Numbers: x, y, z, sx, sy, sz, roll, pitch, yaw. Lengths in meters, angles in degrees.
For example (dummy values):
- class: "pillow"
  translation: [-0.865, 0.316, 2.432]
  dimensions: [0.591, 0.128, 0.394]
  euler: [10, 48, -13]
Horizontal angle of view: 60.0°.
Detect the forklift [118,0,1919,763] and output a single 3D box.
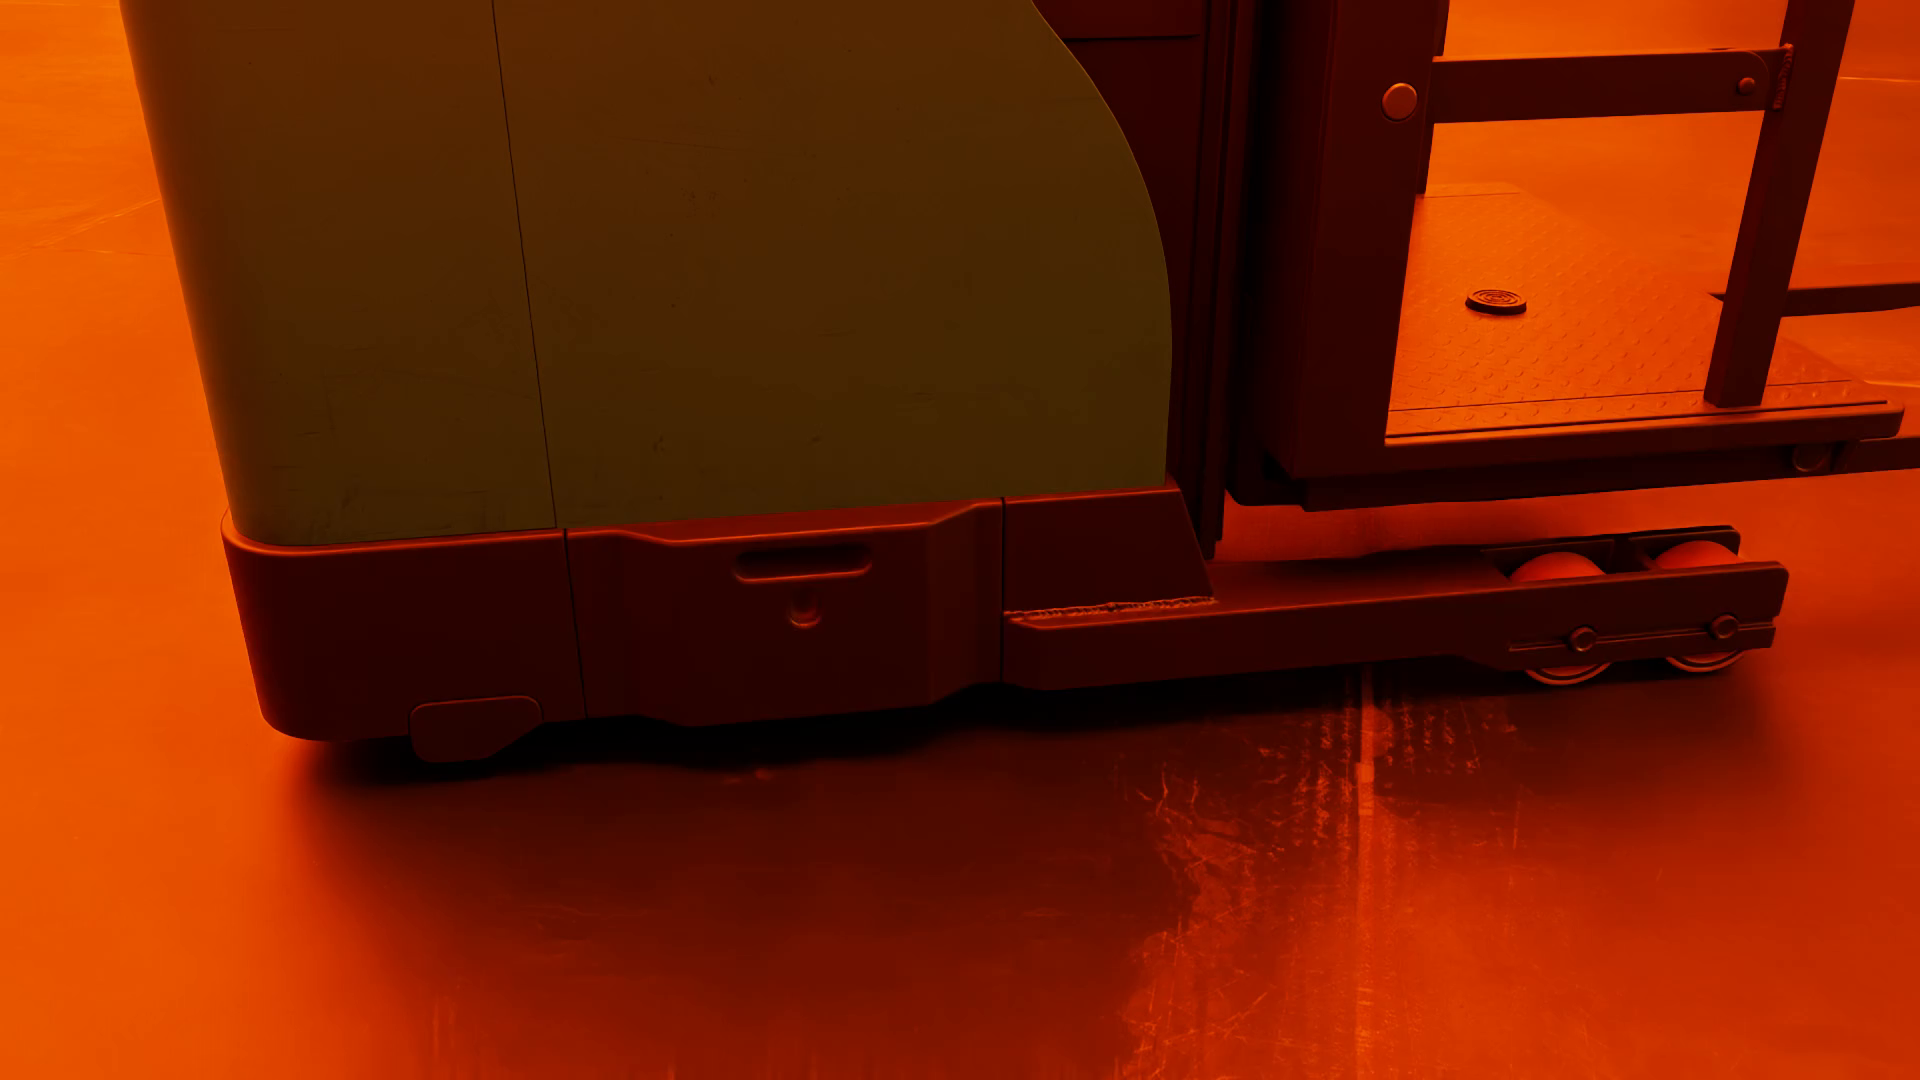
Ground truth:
- class: "forklift"
  translation: [0.600, -1.354, 1.930]
  dimensions: [3.031, 2.935, 1.130]
  euler: [-4, 27, -9]
